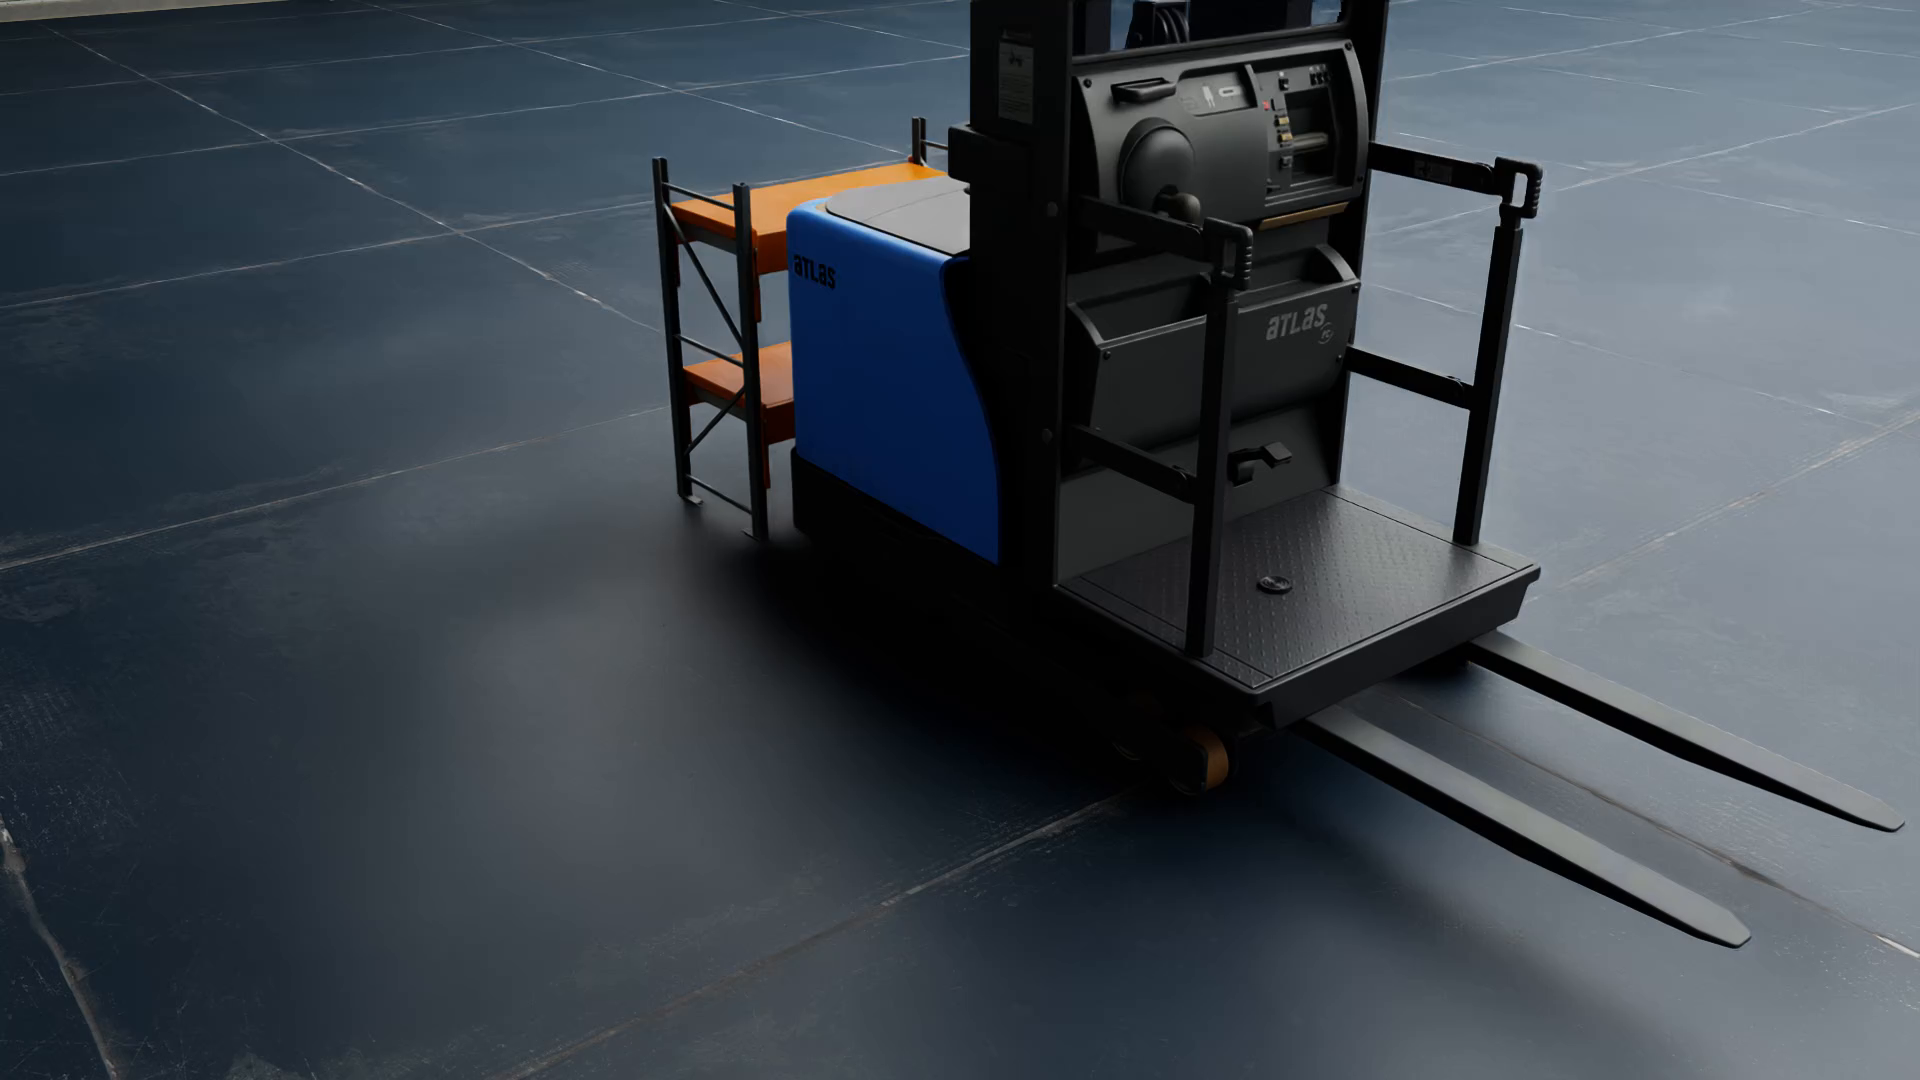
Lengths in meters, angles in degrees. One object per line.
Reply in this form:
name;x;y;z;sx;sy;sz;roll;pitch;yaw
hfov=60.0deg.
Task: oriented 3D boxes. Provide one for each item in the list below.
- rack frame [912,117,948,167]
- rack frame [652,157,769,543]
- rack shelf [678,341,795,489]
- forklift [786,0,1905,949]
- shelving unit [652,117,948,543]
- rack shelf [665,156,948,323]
rack frame;0.006;-0.860;5.766;0.032;1.125;0.500;-19;31;-35
rack frame;-0.775;-0.586;5.176;0.032;1.125;0.500;-19;31;-35
rack shelf;-0.384;-0.501;5.574;1.000;0.278;0.538;-19;31;-35
forklift;0.780;-0.960;3.837;1.130;2.935;3.031;-18;30;-34
shelving unit;-0.384;-0.723;5.471;1.048;1.125;0.538;-19;31;-35
rack shelf;-0.385;-0.988;5.348;1.000;0.278;0.538;-19;31;-35
